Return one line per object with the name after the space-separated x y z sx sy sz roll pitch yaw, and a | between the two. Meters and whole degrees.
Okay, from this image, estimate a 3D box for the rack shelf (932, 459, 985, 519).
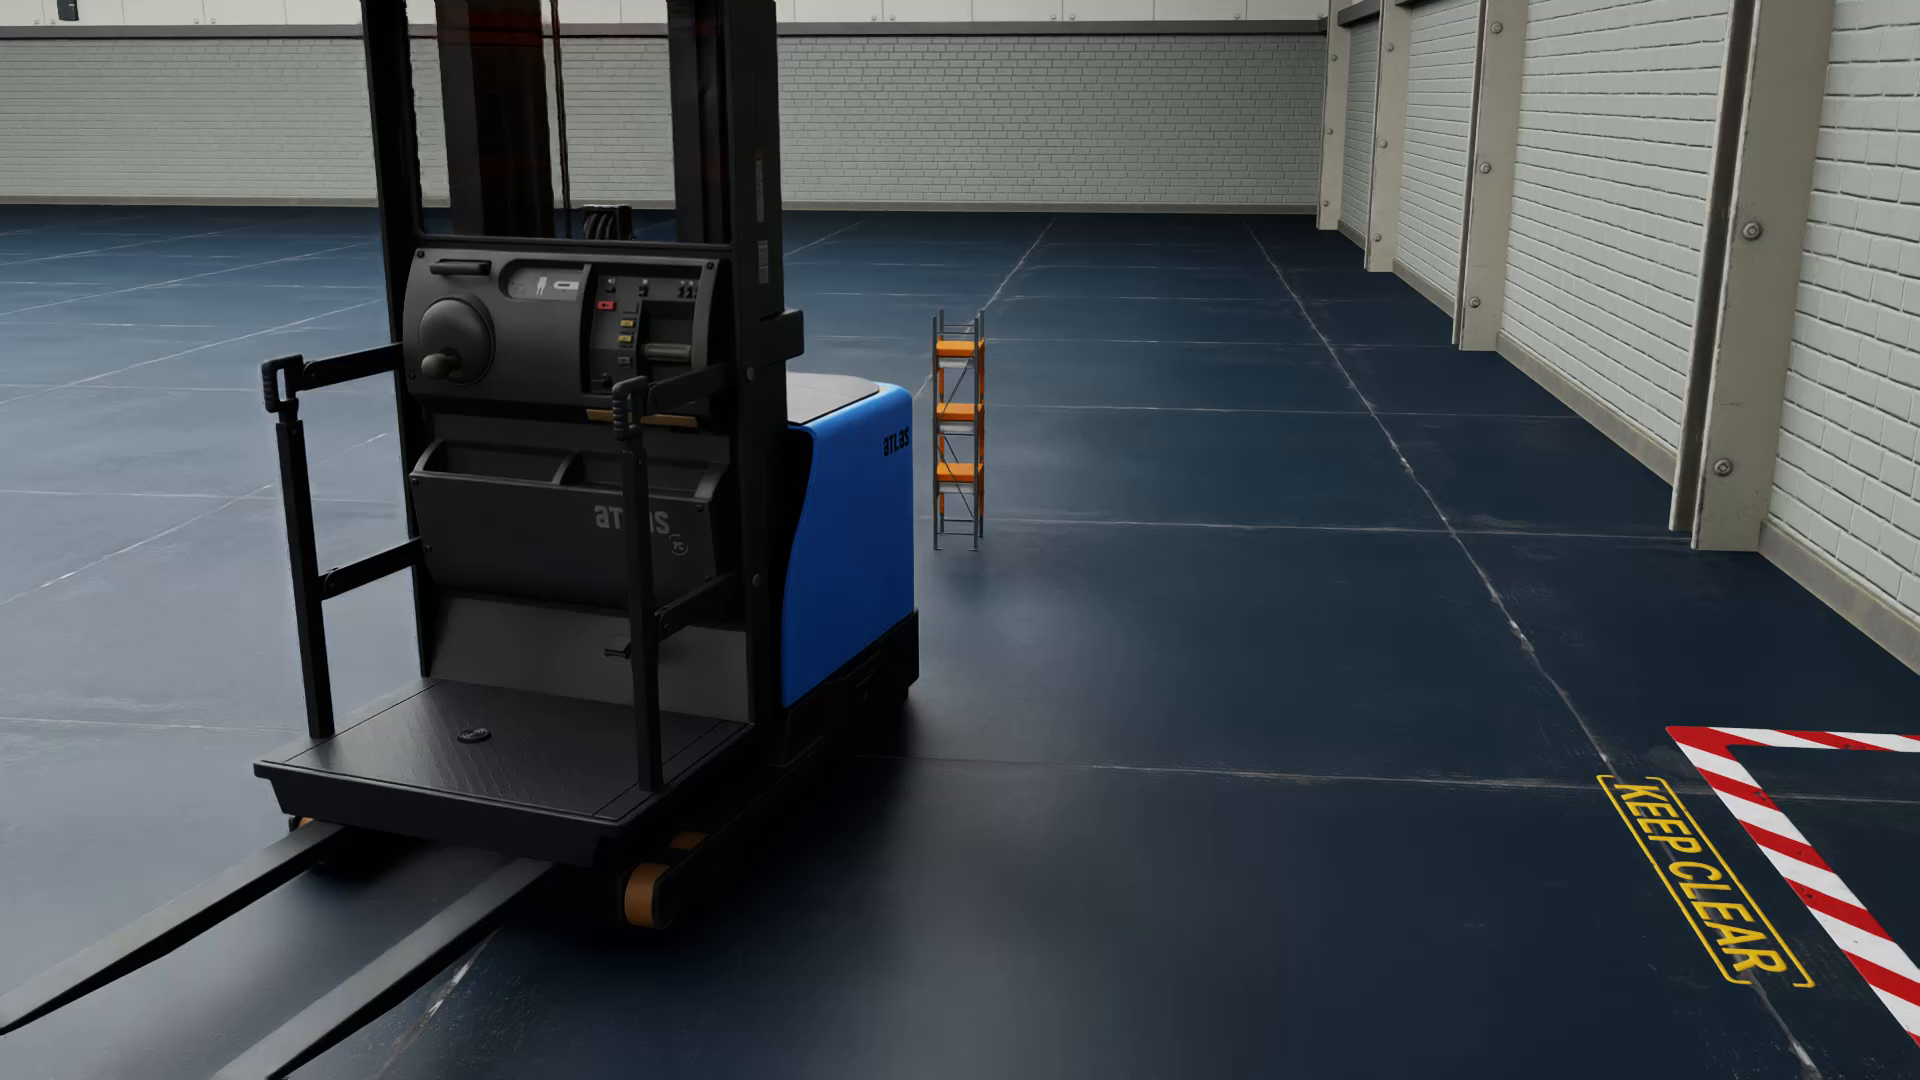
-0.006 -0.214 7.549 0.215 0.259 0.240 2 15 6 | rack shelf

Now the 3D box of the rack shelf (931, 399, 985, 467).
-0.006 -0.483 7.476 0.215 0.259 0.240 2 15 6 | rack shelf

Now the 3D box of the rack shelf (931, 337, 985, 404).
-0.006 -0.757 7.402 0.215 0.259 0.240 2 15 6 | rack shelf

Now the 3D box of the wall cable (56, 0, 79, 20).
-14.703 -12.027 28.384 2.305 6.003 0.169 2 15 6 | wall cable

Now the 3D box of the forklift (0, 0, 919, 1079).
-1.126 -0.574 4.168 1.130 2.935 3.031 5 16 20 | forklift

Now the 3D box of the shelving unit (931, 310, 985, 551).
-0.006 -0.493 7.474 0.215 1.050 0.252 2 15 6 | shelving unit

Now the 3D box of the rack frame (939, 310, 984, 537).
0.008 -0.525 7.591 0.200 1.050 0.008 2 15 6 | rack frame

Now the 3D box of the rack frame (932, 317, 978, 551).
-0.020 -0.461 7.357 0.200 1.050 0.008 2 15 6 | rack frame

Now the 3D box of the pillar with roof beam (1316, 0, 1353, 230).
1.241 -9.142 24.233 9.100 9.000 0.400 2 15 6 | pillar with roof beam

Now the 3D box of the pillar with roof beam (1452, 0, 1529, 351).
-0.113 -6.030 12.723 9.100 9.000 0.400 2 15 6 | pillar with roof beam

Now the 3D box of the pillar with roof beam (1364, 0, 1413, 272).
0.564 -7.586 18.478 9.100 9.000 0.400 2 15 6 | pillar with roof beam

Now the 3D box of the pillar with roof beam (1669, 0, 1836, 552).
-0.790 -4.474 6.968 9.100 9.000 0.400 2 15 6 | pillar with roof beam
